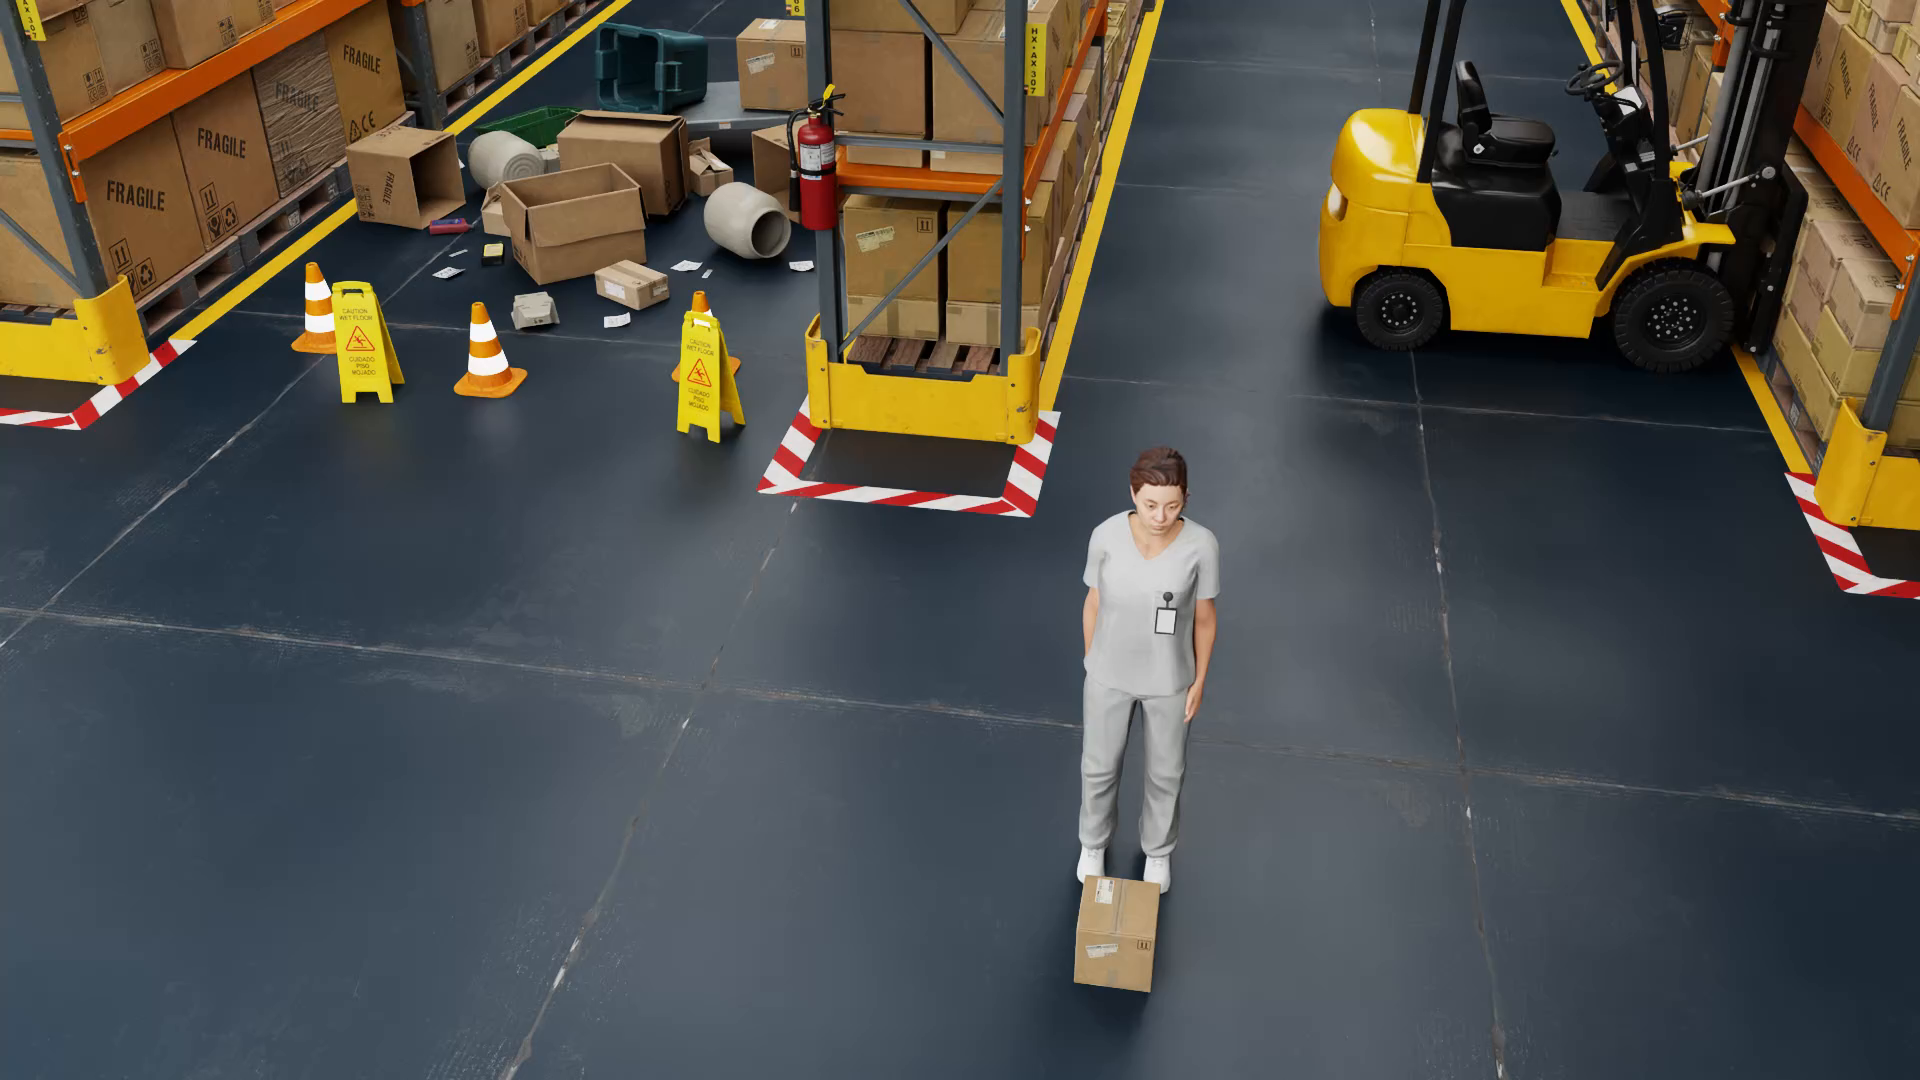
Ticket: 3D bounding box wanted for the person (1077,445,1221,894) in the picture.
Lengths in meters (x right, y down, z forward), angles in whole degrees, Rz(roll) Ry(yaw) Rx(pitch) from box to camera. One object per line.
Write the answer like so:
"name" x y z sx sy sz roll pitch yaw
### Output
"person" 0.607 0.436 5.466 0.438 1.678 0.363 6 33 9
